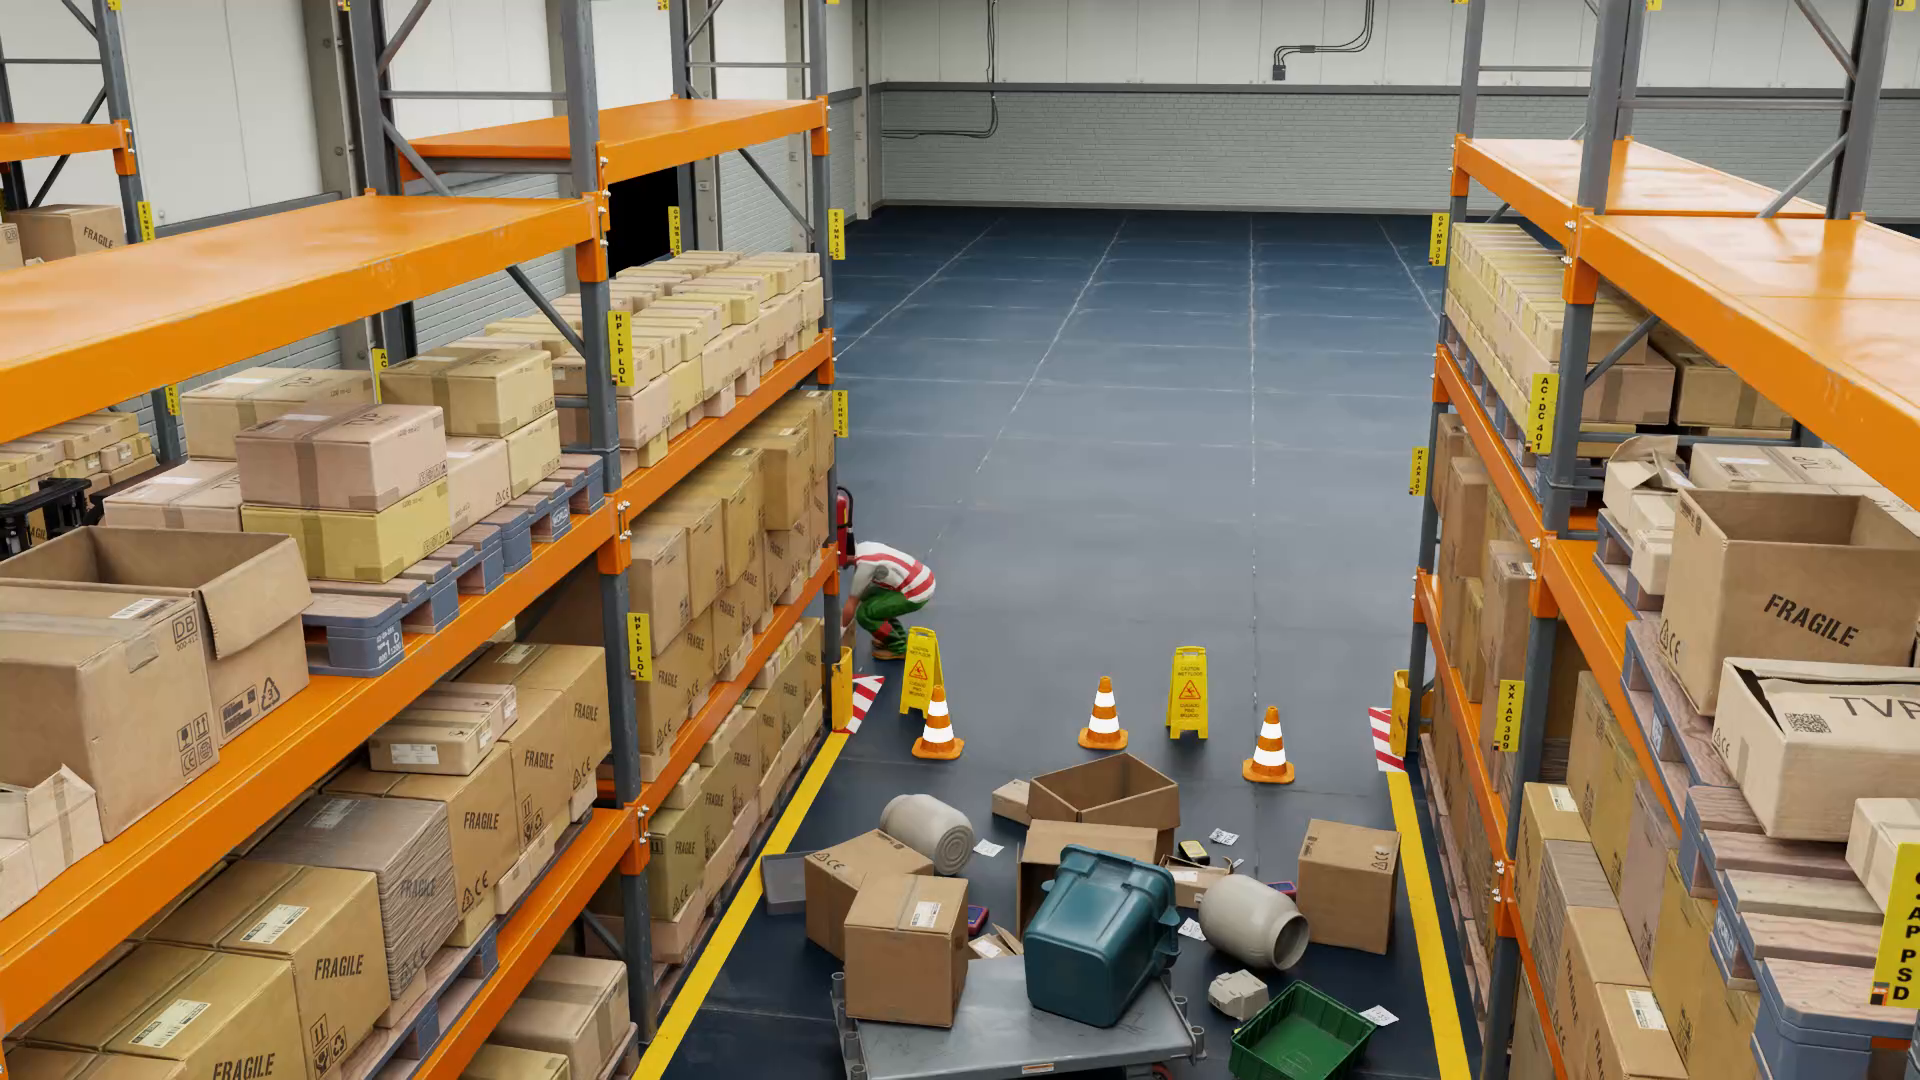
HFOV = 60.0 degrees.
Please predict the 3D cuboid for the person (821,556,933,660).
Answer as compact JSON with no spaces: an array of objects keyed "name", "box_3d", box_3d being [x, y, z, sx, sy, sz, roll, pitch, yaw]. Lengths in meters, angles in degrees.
[{"name":"person","box_3d":[-0.663,0.493,13.041,0.890,0.882,0.538,2,18,6]}]
